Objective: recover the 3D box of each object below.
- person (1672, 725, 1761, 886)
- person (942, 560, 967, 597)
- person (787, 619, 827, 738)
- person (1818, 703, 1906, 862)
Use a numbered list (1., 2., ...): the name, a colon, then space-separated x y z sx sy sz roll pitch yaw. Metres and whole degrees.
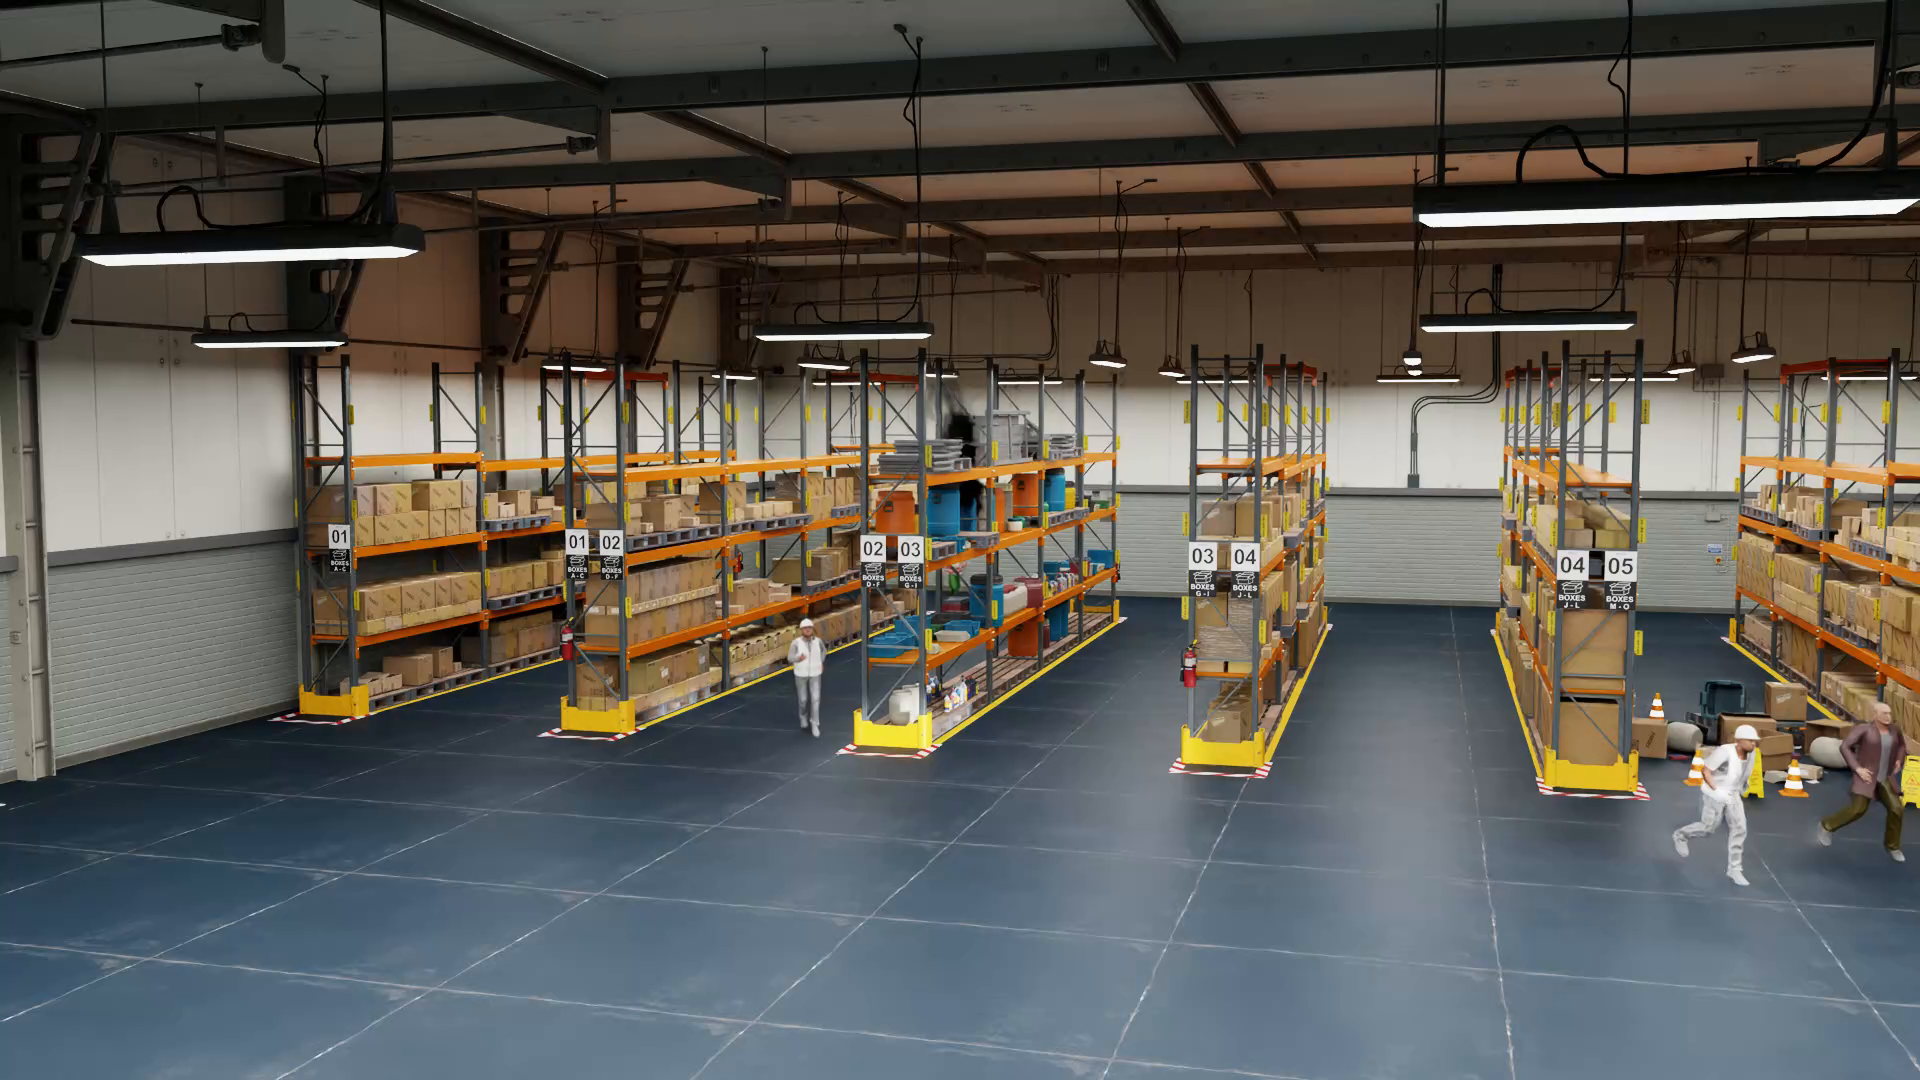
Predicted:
1. person: 8.238 2.812 18.119 0.707 1.728 1.035 -2 5 -29
2. person: -0.152 0.931 42.694 0.680 1.839 0.857 -2 5 -21
3. person: -2.395 2.141 26.142 0.649 1.811 0.835 -1 4 -10
4. person: 10.381 2.734 18.967 0.922 1.782 0.790 -1 4 -10
